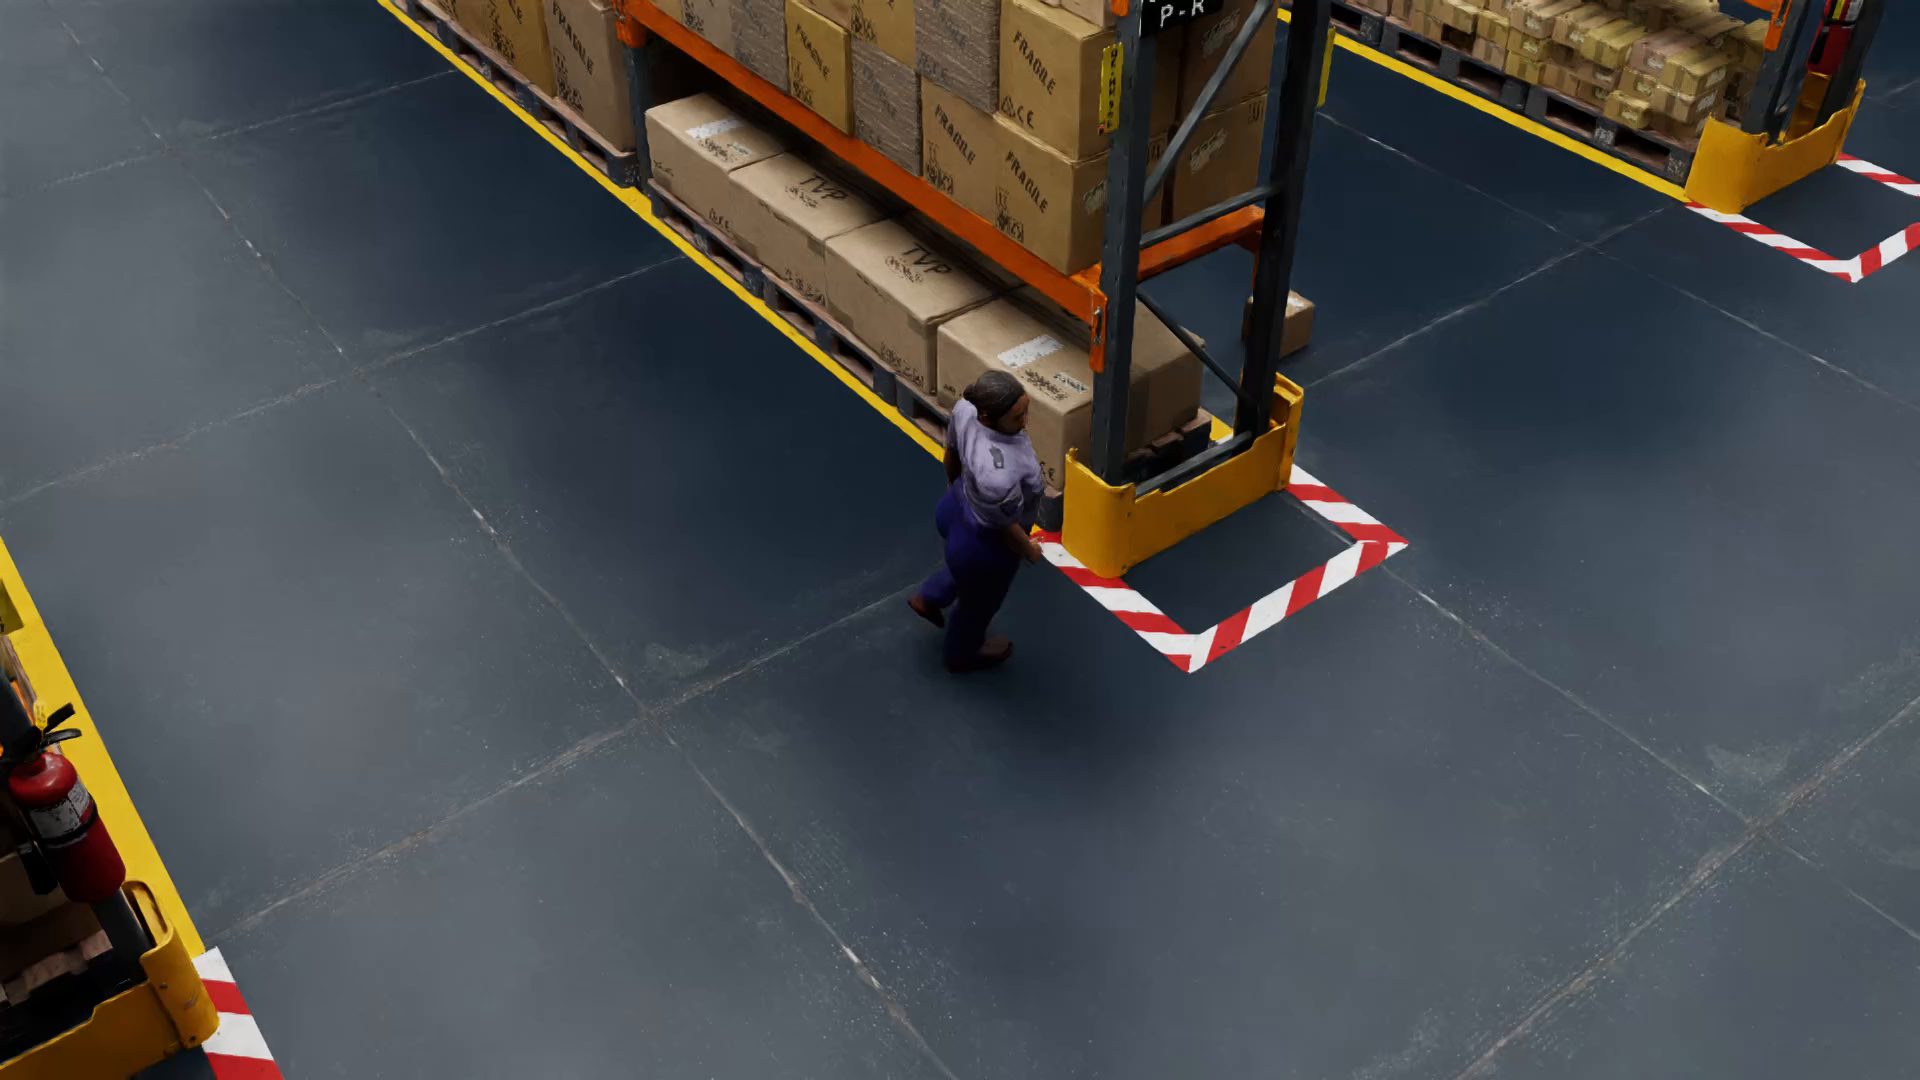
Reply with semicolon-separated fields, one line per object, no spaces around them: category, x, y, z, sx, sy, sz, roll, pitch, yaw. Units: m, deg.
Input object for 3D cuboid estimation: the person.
person;0.068;-0.049;6.229;0.493;1.604;0.660;-7;41;-8
